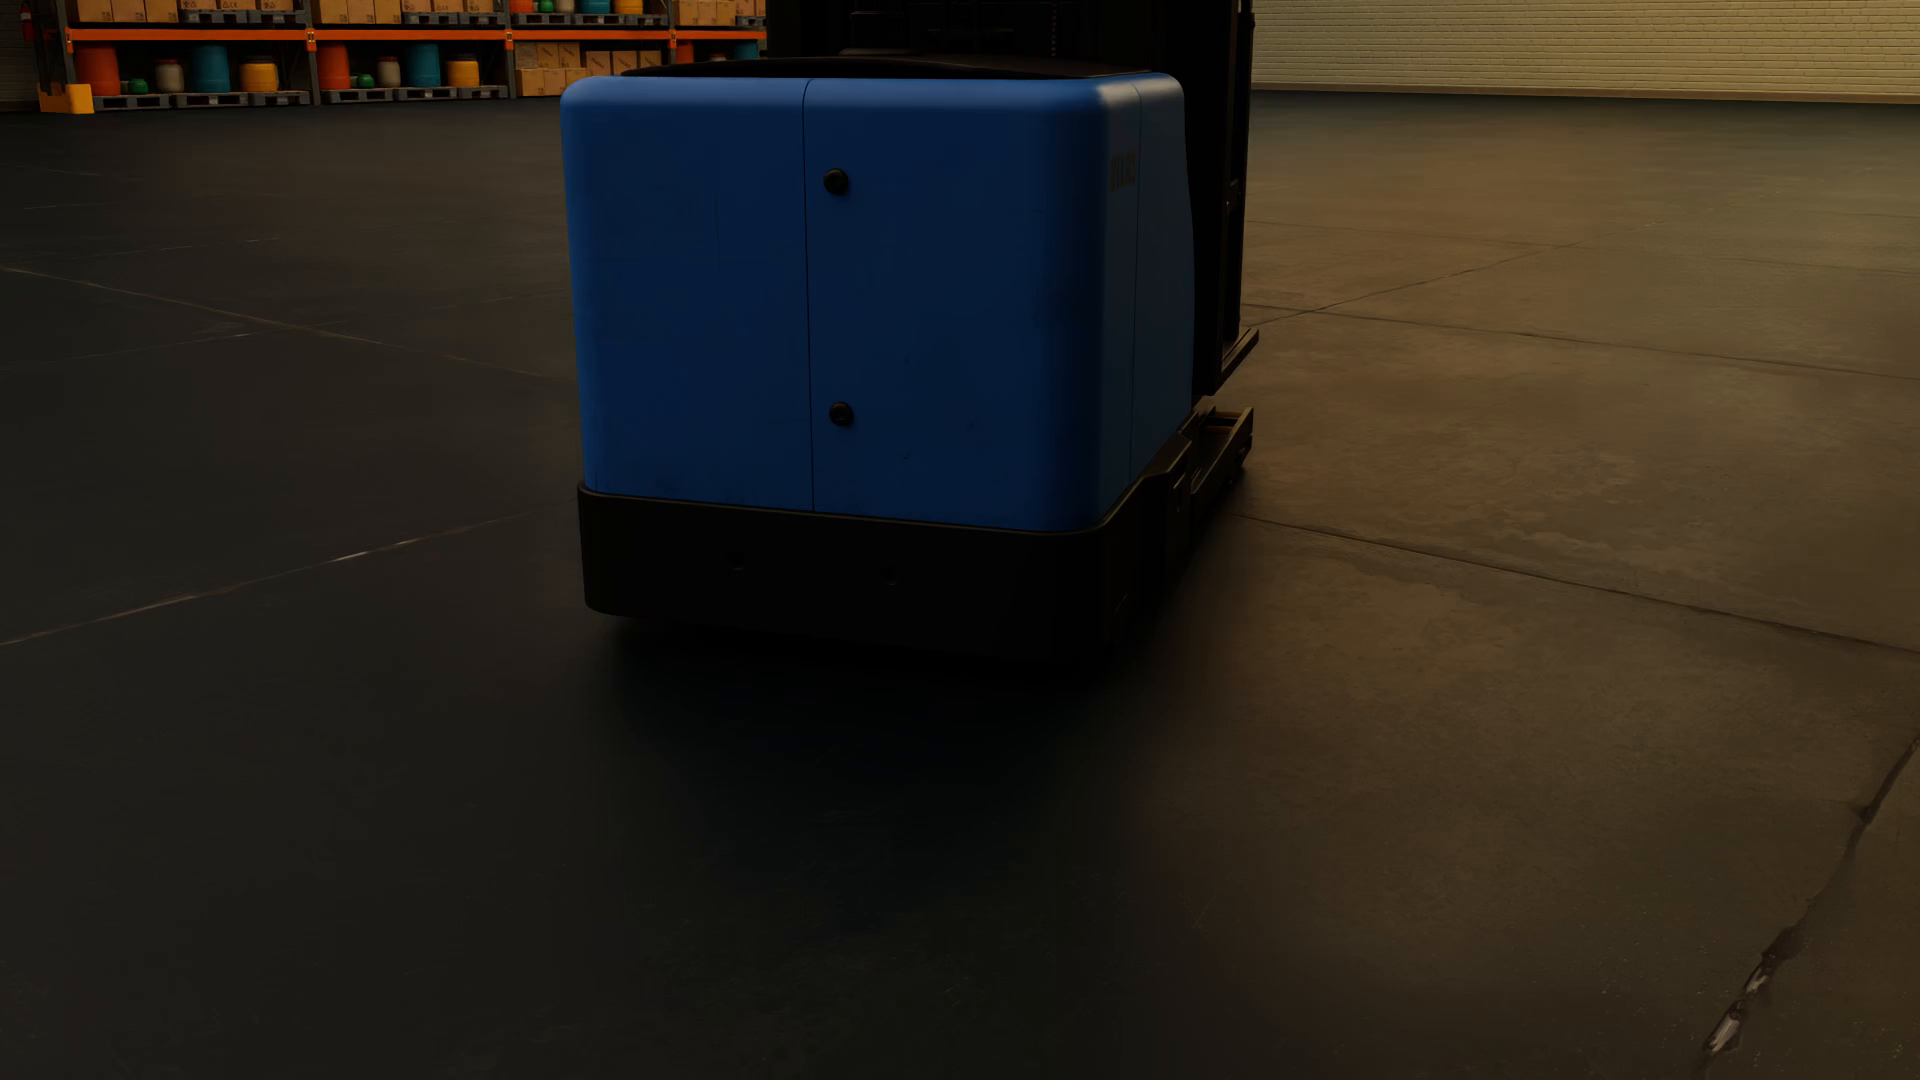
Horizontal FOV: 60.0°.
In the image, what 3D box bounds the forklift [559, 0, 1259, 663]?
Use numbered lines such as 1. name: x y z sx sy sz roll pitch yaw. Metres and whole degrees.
1. forklift: 0.182 -1.571 4.072 1.130 2.935 3.031 5 18 17
